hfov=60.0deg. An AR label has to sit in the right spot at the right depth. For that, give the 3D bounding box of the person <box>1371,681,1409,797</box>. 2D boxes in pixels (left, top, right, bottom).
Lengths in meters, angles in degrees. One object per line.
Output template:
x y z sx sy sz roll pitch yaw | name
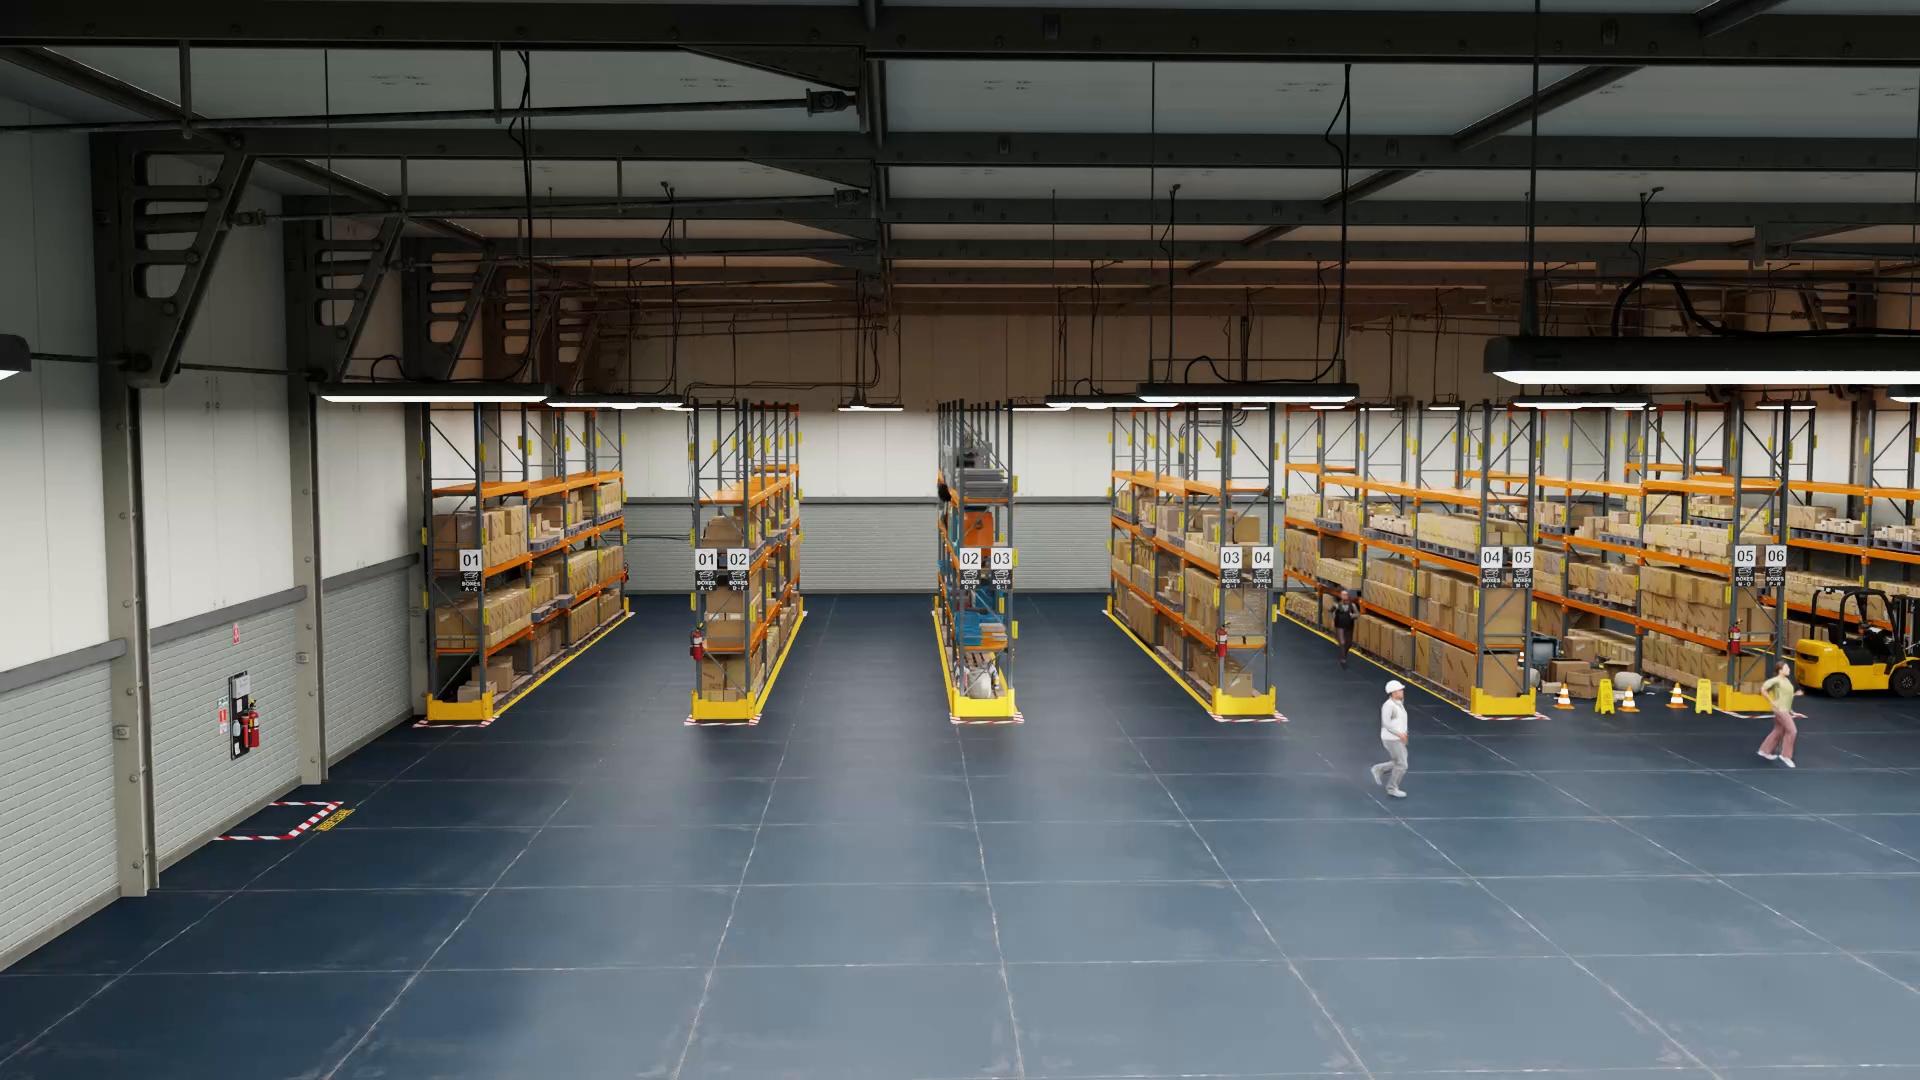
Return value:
6.463 2.965 24.984 0.600 1.727 0.690 2 5 25 | person

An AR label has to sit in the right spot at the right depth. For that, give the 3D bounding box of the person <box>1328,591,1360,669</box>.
8.646 1.999 37.410 0.655 1.712 0.964 0 4 -3 | person

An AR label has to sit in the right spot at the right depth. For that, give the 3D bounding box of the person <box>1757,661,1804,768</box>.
13.387 2.829 27.136 0.684 1.723 0.560 4 6 44 | person
